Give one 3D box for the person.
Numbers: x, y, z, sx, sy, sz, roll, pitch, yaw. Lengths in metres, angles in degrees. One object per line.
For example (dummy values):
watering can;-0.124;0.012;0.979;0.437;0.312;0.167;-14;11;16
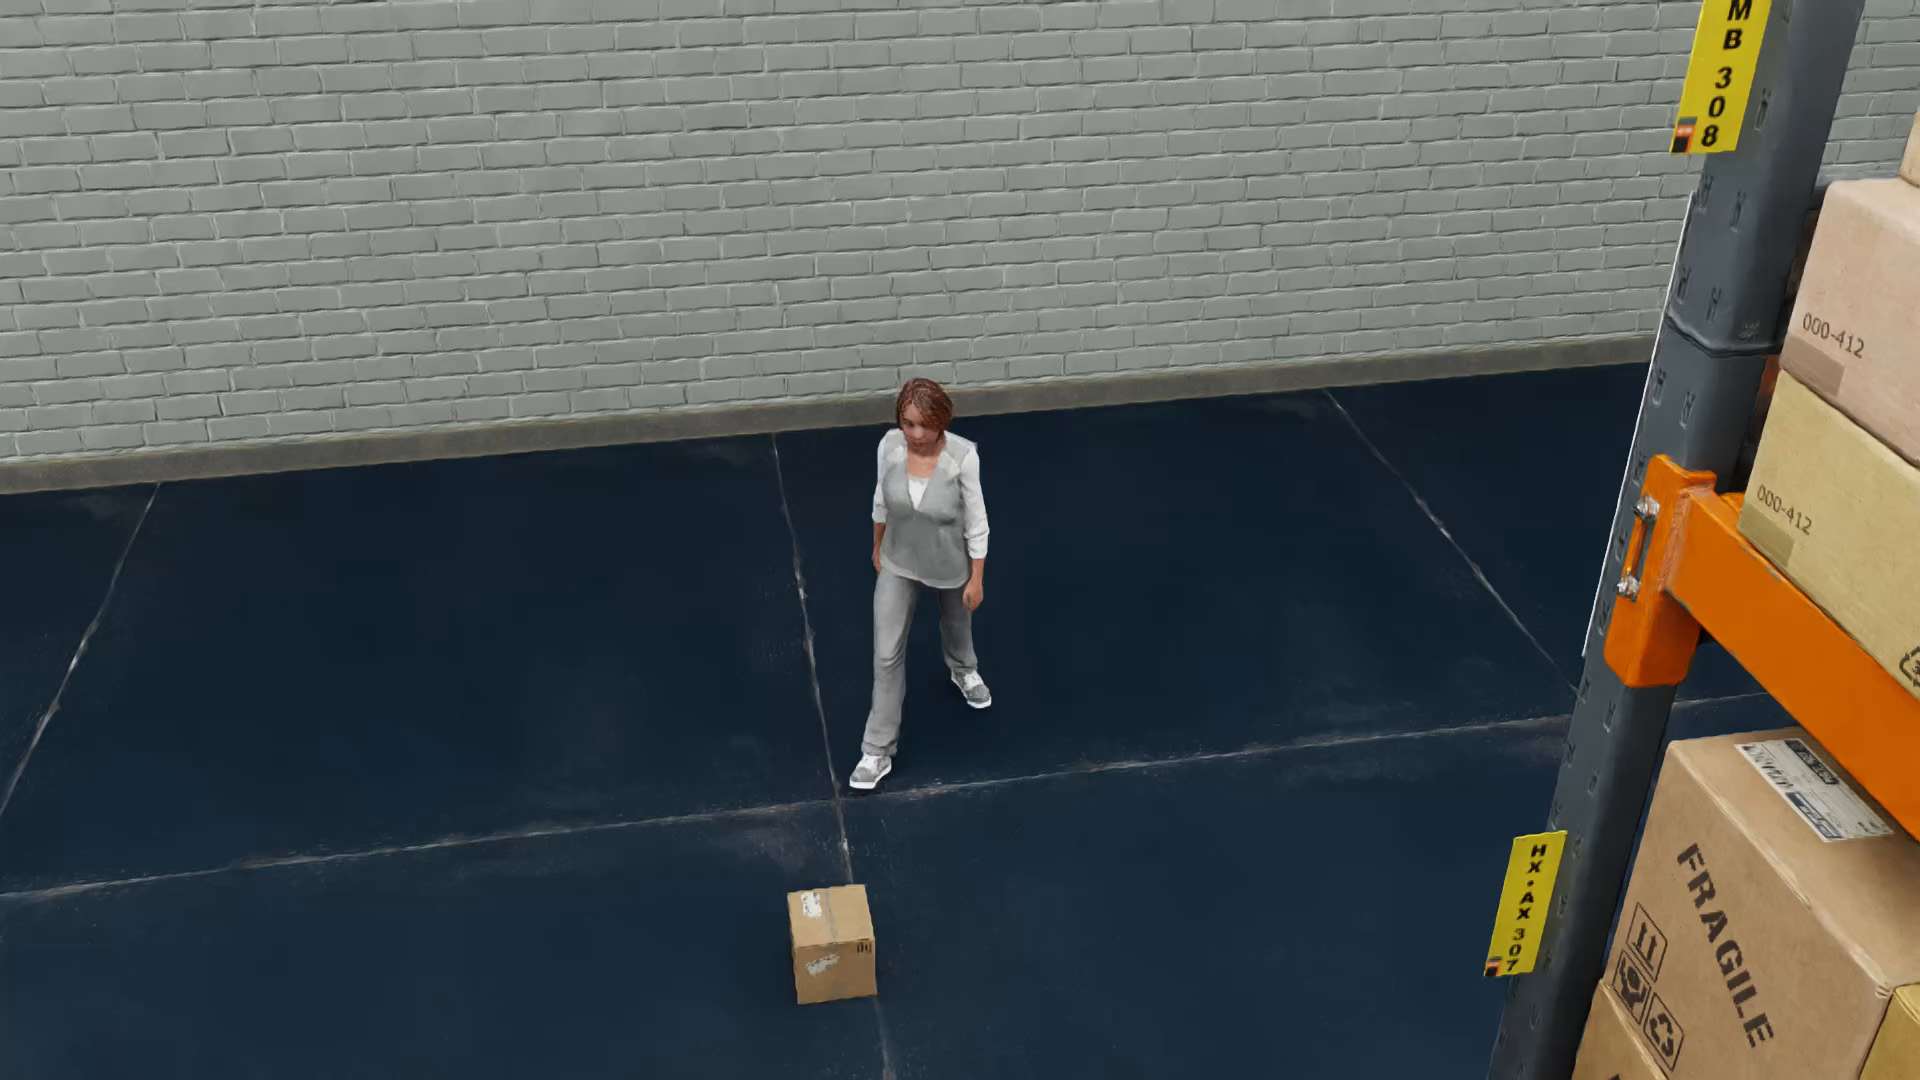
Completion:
person;-0.122;0.103;5.988;0.461;1.546;0.869;6;32;9
